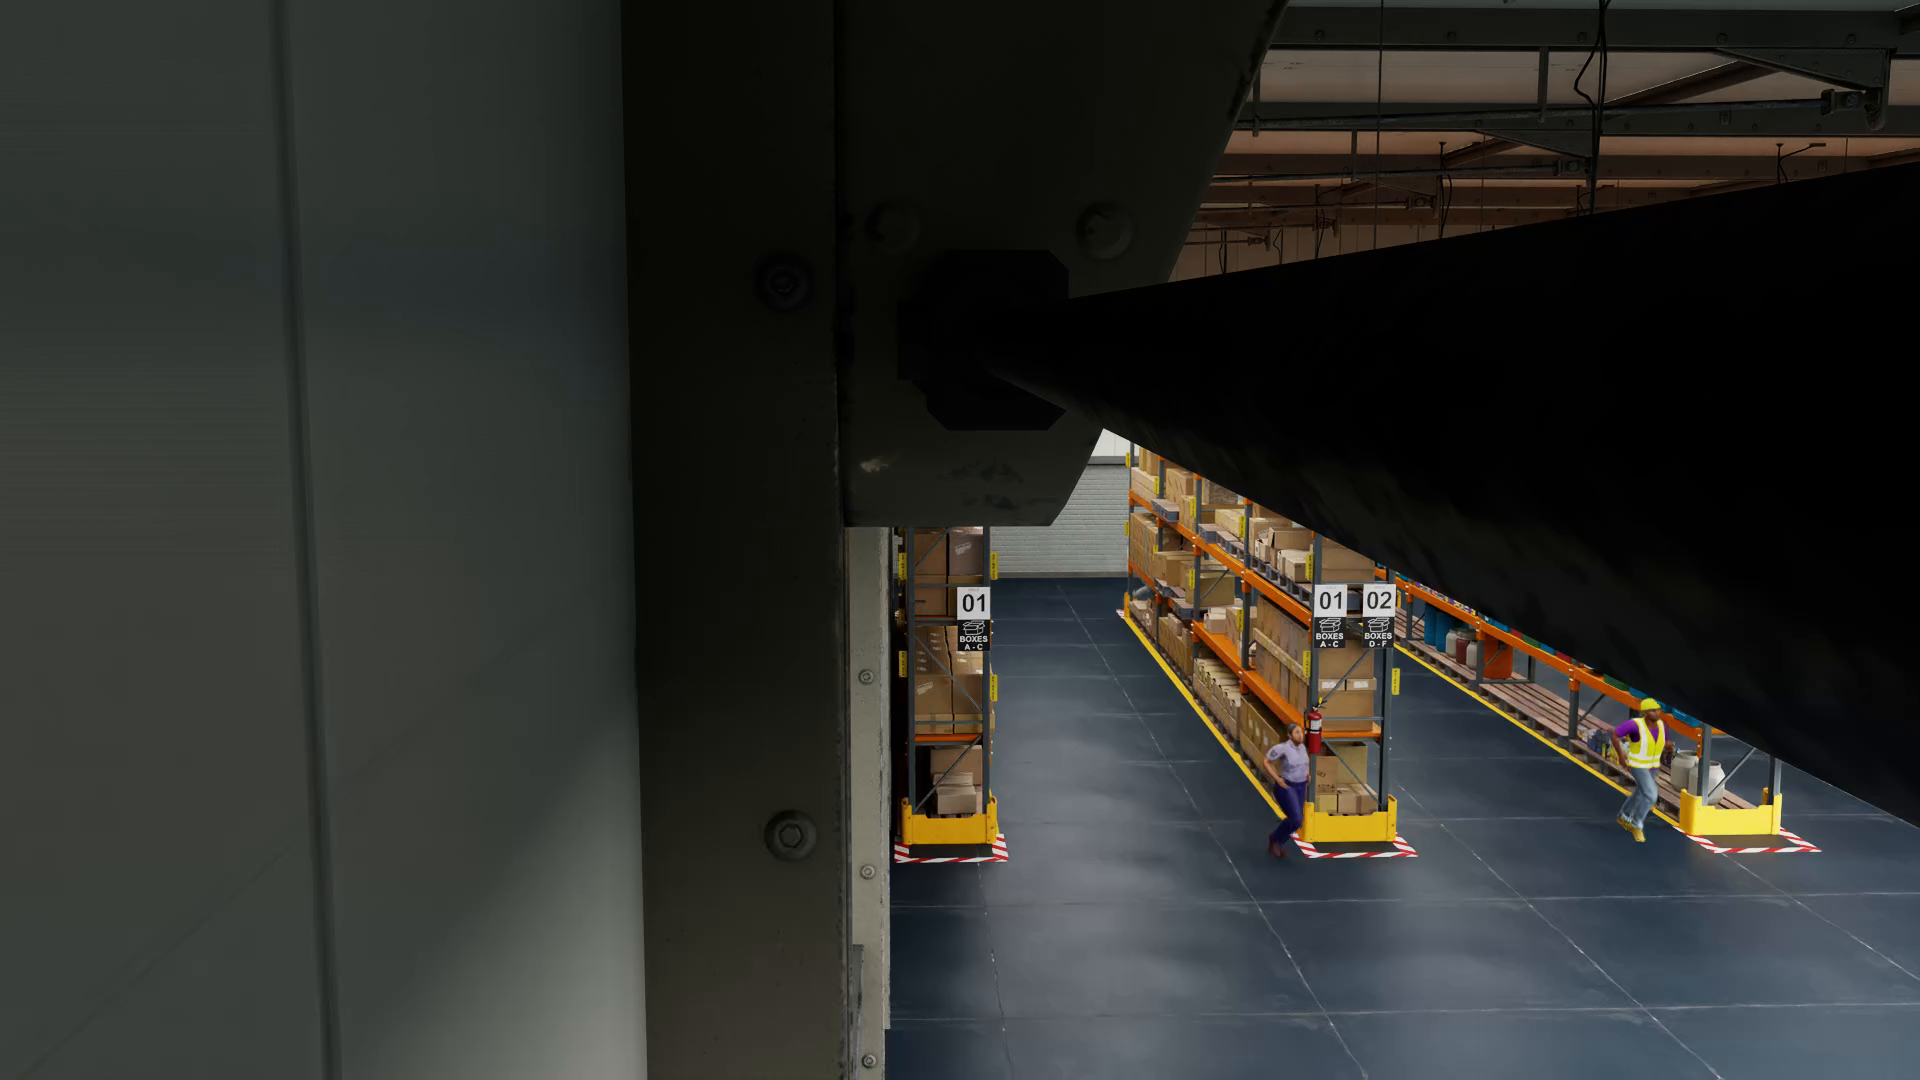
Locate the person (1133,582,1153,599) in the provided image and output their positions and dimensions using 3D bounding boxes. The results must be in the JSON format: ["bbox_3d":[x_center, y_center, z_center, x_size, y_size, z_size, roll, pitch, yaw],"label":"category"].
[{"bbox_3d":[4.387,0.706,37.521,0.943,1.625,0.615,3,8,20],"label":"person"}]

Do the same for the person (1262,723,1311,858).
[{"bbox_3d":[3.955,2.980,19.776,0.636,1.607,0.556,-5,9,-36],"label":"person"}]

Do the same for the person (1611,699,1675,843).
[{"bbox_3d":[8.478,2.841,20.611,0.699,1.822,0.735,-3,8,-25],"label":"person"}]
